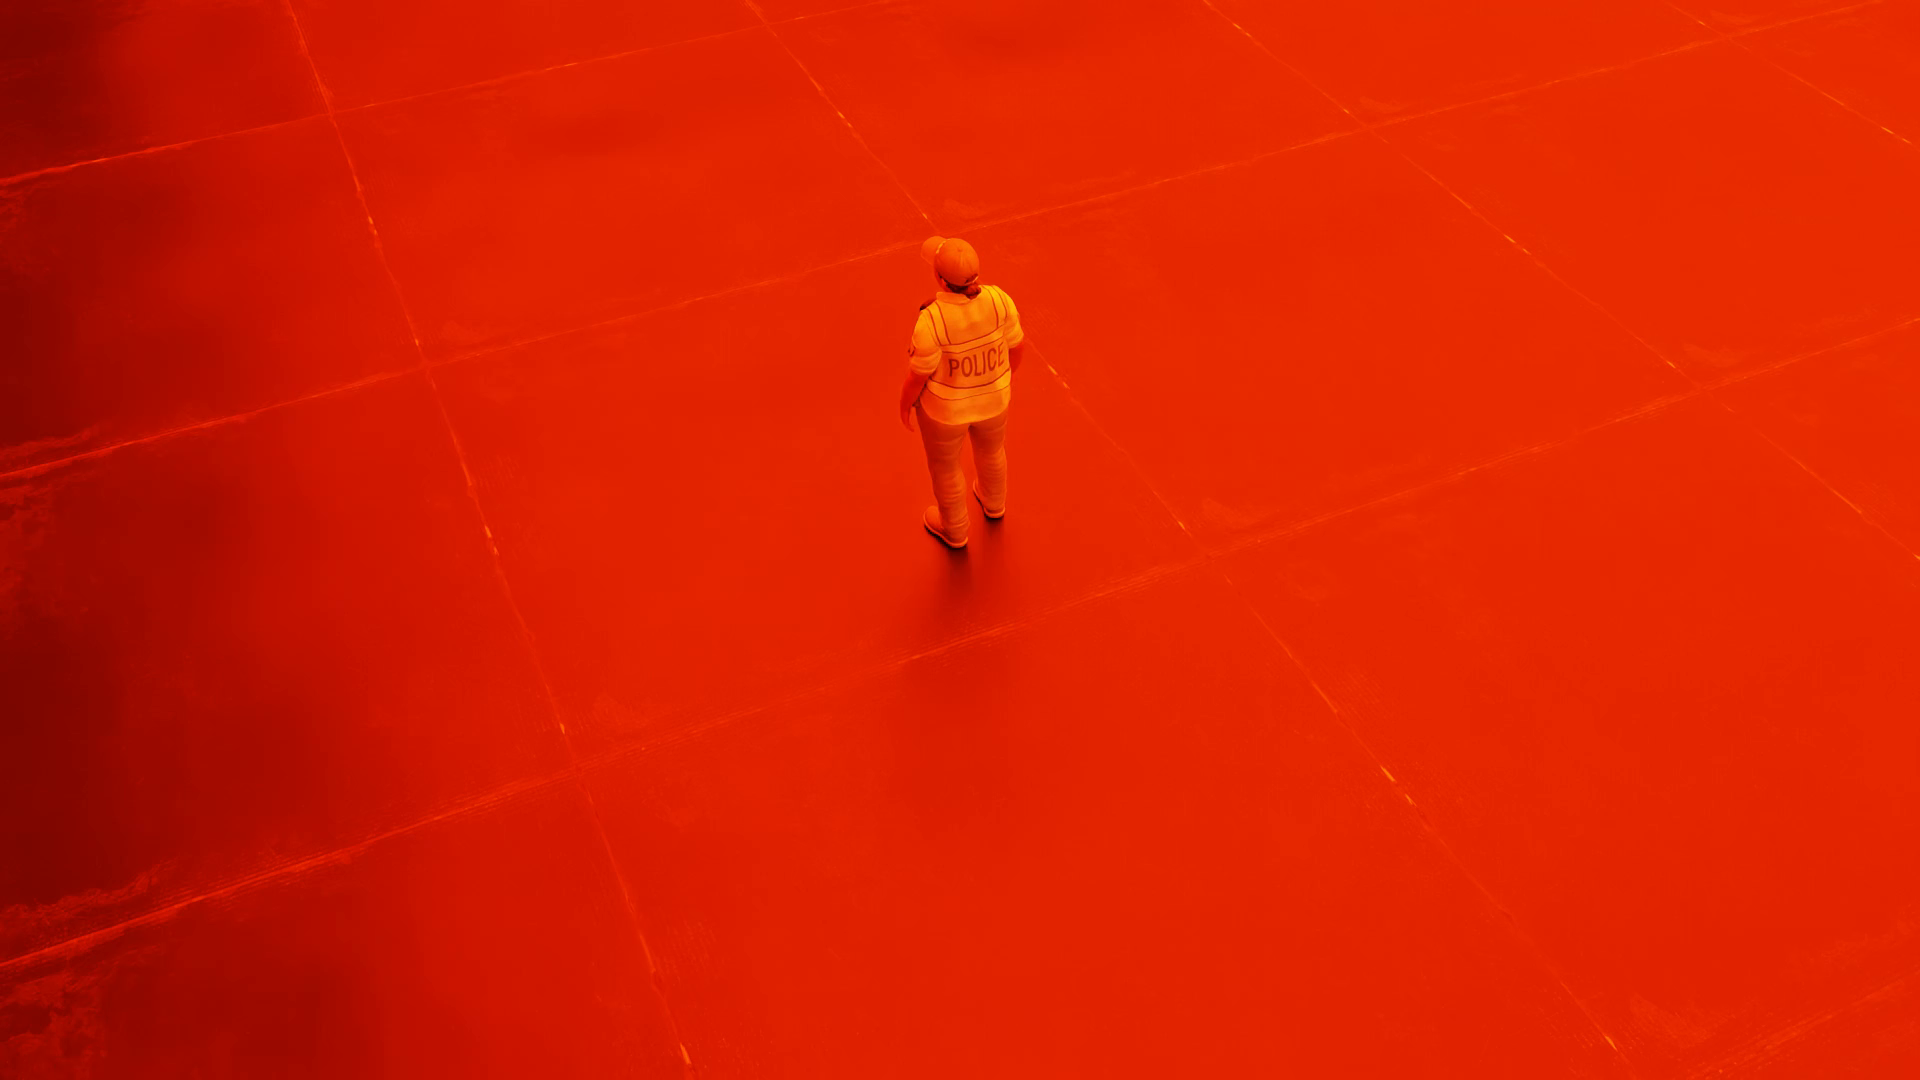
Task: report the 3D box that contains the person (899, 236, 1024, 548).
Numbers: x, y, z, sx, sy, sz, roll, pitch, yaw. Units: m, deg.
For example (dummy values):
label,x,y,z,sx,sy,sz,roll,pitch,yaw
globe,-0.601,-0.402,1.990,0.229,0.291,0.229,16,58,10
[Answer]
label,x,y,z,sx,sy,sz,roll,pitch,yaw
person,-0.011,-0.668,7.313,0.598,1.670,0.529,-18,46,-18
